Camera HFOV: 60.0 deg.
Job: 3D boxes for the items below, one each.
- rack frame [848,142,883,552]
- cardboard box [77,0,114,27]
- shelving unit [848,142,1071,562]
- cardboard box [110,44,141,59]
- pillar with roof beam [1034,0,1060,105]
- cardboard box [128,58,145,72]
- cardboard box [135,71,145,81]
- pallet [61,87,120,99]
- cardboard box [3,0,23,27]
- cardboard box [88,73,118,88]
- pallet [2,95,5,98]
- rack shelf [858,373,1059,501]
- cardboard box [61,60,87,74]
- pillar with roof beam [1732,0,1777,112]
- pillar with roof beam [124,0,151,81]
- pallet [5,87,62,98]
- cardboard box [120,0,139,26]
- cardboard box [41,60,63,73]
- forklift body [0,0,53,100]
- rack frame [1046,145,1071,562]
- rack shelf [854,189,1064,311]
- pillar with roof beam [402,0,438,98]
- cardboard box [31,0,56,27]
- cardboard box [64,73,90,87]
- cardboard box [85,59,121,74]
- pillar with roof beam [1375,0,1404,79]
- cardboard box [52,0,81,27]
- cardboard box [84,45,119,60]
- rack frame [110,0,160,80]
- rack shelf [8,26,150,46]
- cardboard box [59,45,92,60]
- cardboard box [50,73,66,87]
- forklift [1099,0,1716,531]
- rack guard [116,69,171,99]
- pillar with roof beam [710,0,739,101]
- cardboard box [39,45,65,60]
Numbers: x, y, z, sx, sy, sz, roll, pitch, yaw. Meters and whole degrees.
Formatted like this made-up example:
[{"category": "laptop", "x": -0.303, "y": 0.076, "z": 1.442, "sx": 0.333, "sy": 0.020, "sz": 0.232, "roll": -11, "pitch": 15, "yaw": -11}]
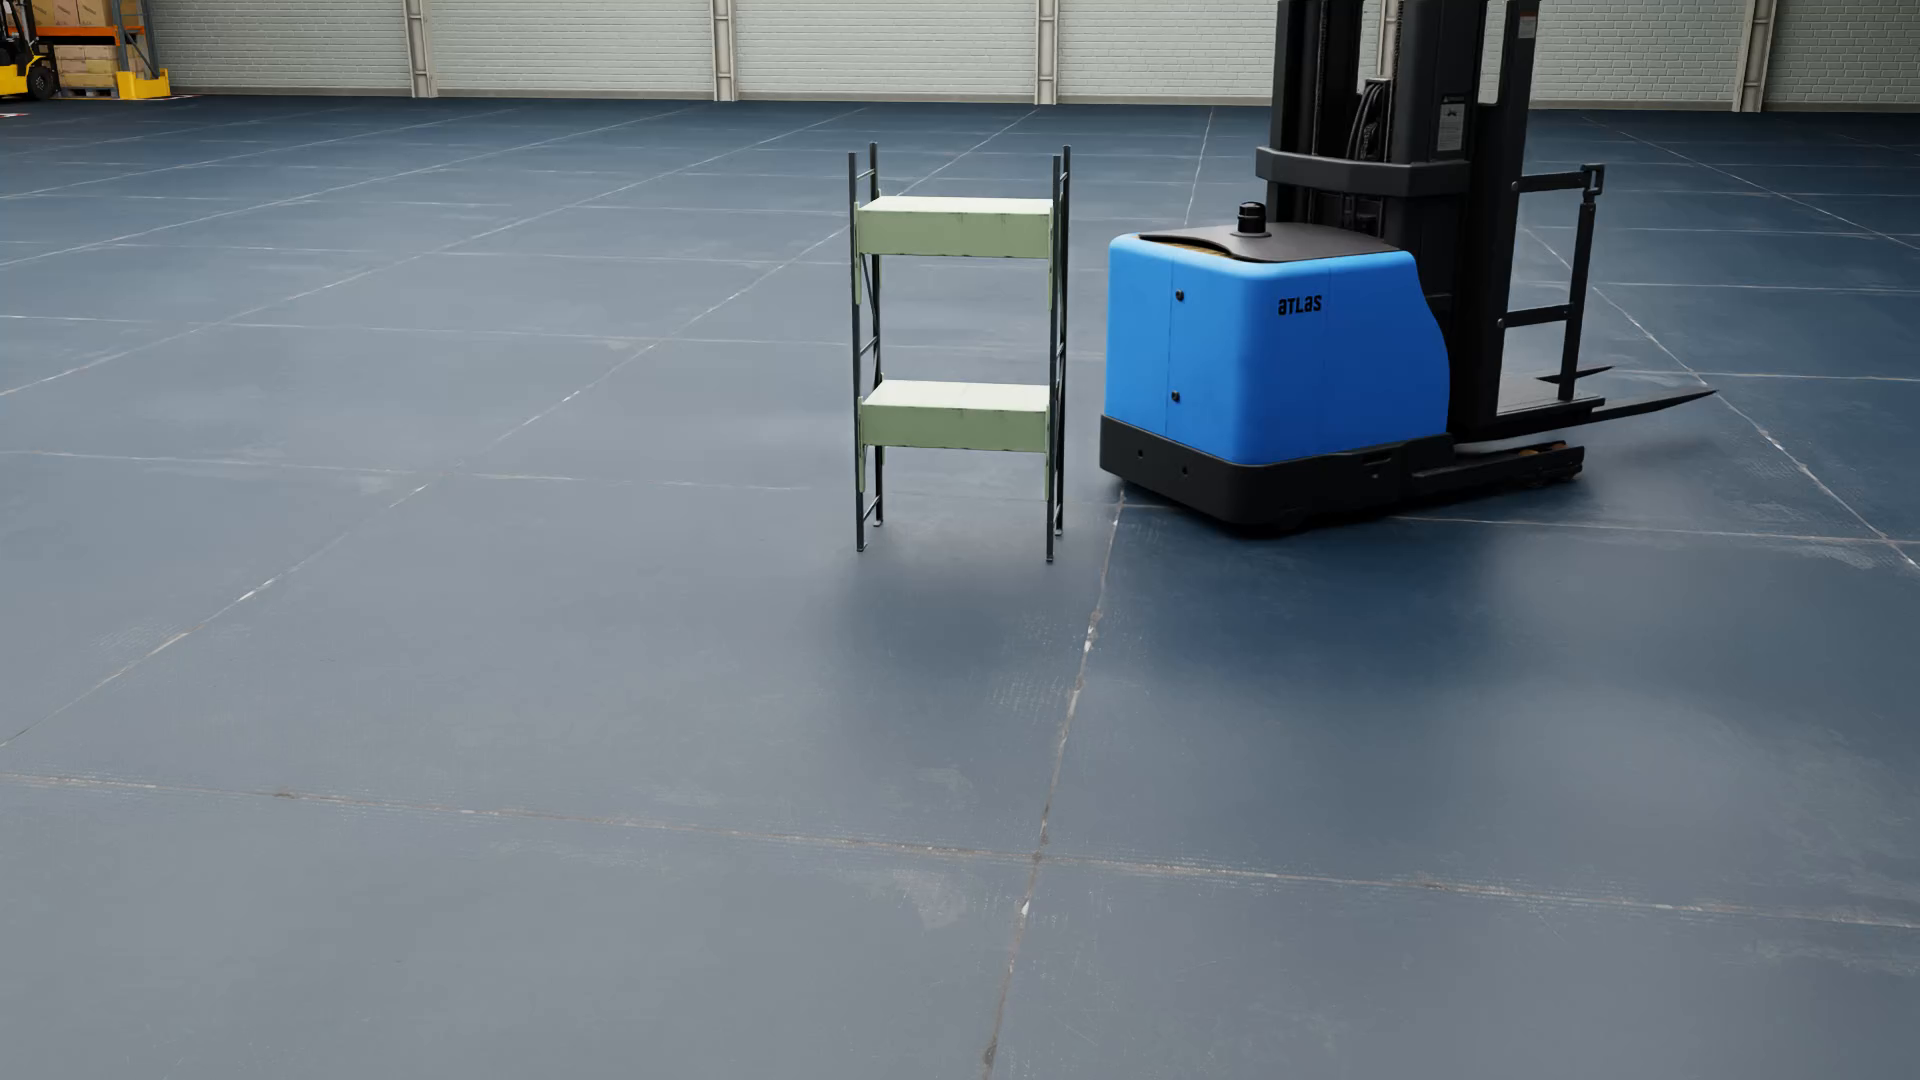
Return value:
[{"category": "rack frame", "x": -0.355, "y": -0.729, "z": 6.337, "sx": 0.023, "sy": 1.500, "sz": 0.400, "roll": 3, "pitch": 19, "yaw": 9}, {"category": "cardboard box", "x": -16.191, "y": -9.918, "z": 31.278, "sx": 0.500, "sy": 0.500, "sz": 0.500, "roll": 3, "pitch": 19, "yaw": 7}, {"category": "shelving unit", "x": 0.007, "y": -0.711, "z": 6.282, "sx": 0.755, "sy": 1.500, "sz": 0.431, "roll": 3, "pitch": 19, "yaw": 9}, {"category": "cardboard box", "x": -16.108, "y": -9.381, "z": 31.927, "sx": 0.500, "sy": 0.250, "sz": 0.500, "roll": 3, "pitch": 19, "yaw": 8}, {"category": "pillar with roof beam", "x": 0.881, "y": -10.836, "z": 24.725, "sx": 0.400, "sy": 9.000, "sz": 9.100, "roll": 3, "pitch": 19, "yaw": 9}, {"category": "cardboard box", "x": -16.095, "y": -9.149, "z": 32.022, "sx": 0.500, "sy": 0.250, "sz": 0.500, "roll": 3, "pitch": 19, "yaw": 10}, {"category": "cardboard box", "x": -16.117, "y": -8.909, "z": 32.093, "sx": 0.500, "sy": 0.250, "sz": 0.500, "roll": 3, "pitch": 19, "yaw": 9}, {"category": "pallet", "x": -16.425, "y": -8.631, "z": 31.984, "sx": 1.213, "sy": 0.211, "sz": 1.003, "roll": 3, "pitch": 19, "yaw": 9}, {"category": "cardboard box", "x": -17.706, "y": -9.995, "z": 31.507, "sx": 0.500, "sy": 0.500, "sz": 0.500, "roll": 3, "pitch": 19, "yaw": 9}, {"category": "cardboard box", "x": -16.178, "y": -8.748, "z": 31.611, "sx": 0.500, "sy": 0.250, "sz": 0.500, "roll": 3, "pitch": 19, "yaw": 9}, {"category": "pallet", "x": -18.834, "y": -8.754, "z": 32.351, "sx": 1.213, "sy": 0.211, "sz": 1.003, "roll": 3, "pitch": 19, "yaw": 9}, {"category": "rack shelf", "x": 0.007, "y": -0.402, "z": 6.386, "sx": 0.720, "sy": 0.370, "sz": 0.431, "roll": 3, "pitch": 19, "yaw": 9}, {"category": "cardboard box", "x": -16.687, "y": -9.016, "z": 31.623, "sx": 0.500, "sy": 0.250, "sz": 0.500, "roll": 3, "pitch": 19, "yaw": 8}, {"category": "pillar with roof beam", "x": 12.729, "y": -10.232, "z": 22.920, "sx": 0.400, "sy": 9.000, "sz": 9.100, "roll": 3, "pitch": 19, "yaw": 9}, {"category": "pillar with roof beam", "x": -16.891, "y": -11.742, "z": 27.432, "sx": 0.400, "sy": 9.000, "sz": 9.100, "roll": 3, "pitch": 19, "yaw": 9}, {"category": "pallet", "x": -17.626, "y": -8.693, "z": 32.170, "sx": 1.213, "sy": 0.211, "sz": 1.003, "roll": 3, "pitch": 19, "yaw": 9}, {"category": "cardboard box", "x": -16.109, "y": -10.088, "z": 31.785, "sx": 0.500, "sy": 0.500, "sz": 0.500, "roll": 4, "pitch": 19, "yaw": 10}, {"category": "cardboard box", "x": -17.200, "y": -9.035, "z": 31.681, "sx": 0.500, "sy": 0.250, "sz": 0.500, "roll": 2, "pitch": 19, "yaw": 7}, {"category": "forklift body", "x": -17.825, "y": -9.050, "z": 30.178, "sx": 1.214, "sy": 2.155, "sz": 2.313, "roll": 3, "pitch": 19, "yaw": 9}, {"category": "rack frame", "x": 0.368, "y": -0.692, "z": 6.227, "sx": 0.023, "sy": 1.500, "sz": 0.400, "roll": 3, "pitch": 19, "yaw": 9}, {"category": "rack shelf", "x": 0.007, "y": -1.081, "z": 6.159, "sx": 0.720, "sy": 0.370, "sz": 0.431, "roll": 3, "pitch": 19, "yaw": 9}, {"category": "pillar with roof beam", "x": -10.967, "y": -11.440, "z": 26.530, "sx": 0.400, "sy": 9.000, "sz": 9.100, "roll": 3, "pitch": 19, "yaw": 9}, {"category": "cardboard box", "x": -17.208, "y": -9.973, "z": 31.442, "sx": 0.500, "sy": 0.500, "sz": 0.500, "roll": 3, "pitch": 19, "yaw": 8}, {"category": "cardboard box", "x": -16.667, "y": -8.776, "z": 31.694, "sx": 0.500, "sy": 0.250, "sz": 0.500, "roll": 3, "pitch": 19, "yaw": 9}, {"category": "cardboard box", "x": -16.194, "y": -8.987, "z": 31.537, "sx": 0.500, "sy": 0.250, "sz": 0.500, "roll": 3, "pitch": 19, "yaw": 8}, {"category": "pillar with roof beam", "x": 6.805, "y": -10.534, "z": 23.822, "sx": 0.400, "sy": 9.000, "sz": 9.100, "roll": 3, "pitch": 19, "yaw": 9}, {"category": "cardboard box", "x": -16.702, "y": -9.947, "z": 31.365, "sx": 0.500, "sy": 0.500, "sz": 0.500, "roll": 4, "pitch": 19, "yaw": 10}, {"category": "cardboard box", "x": -16.168, "y": -9.223, "z": 31.454, "sx": 0.500, "sy": 0.250, "sz": 0.500, "roll": 4, "pitch": 19, "yaw": 10}, {"category": "rack frame", "x": -15.664, "y": -9.928, "z": 31.466, "sx": 0.127, "sy": 3.000, "sz": 1.000, "roll": 3, "pitch": 19, "yaw": 9}, {"category": "rack shelf", "x": -17.638, "y": -9.688, "z": 31.881, "sx": 4.000, "sy": 0.370, "sz": 1.077, "roll": 3, "pitch": 19, "yaw": 9}, {"category": "cardboard box", "x": -16.673, "y": -9.247, "z": 31.526, "sx": 0.500, "sy": 0.250, "sz": 0.500, "roll": 3, "pitch": 19, "yaw": 10}, {"category": "cardboard box", "x": -17.160, "y": -8.804, "z": 31.778, "sx": 0.500, "sy": 0.250, "sz": 0.500, "roll": 3, "pitch": 19, "yaw": 9}, {"category": "forklift", "x": 2.144, "y": -1.748, "z": 7.126, "sx": 3.031, "sy": 2.935, "sz": 1.130, "roll": -10, "pitch": 21, "yaw": -28}, {"category": "rack guard", "x": -15.640, "y": -8.742, "z": 31.859, "sx": 0.348, "sy": 0.500, "sz": 1.175, "roll": 3, "pitch": 19, "yaw": 9}, {"category": "pillar with roof beam", "x": -5.043, "y": -11.138, "z": 25.627, "sx": 0.400, "sy": 9.000, "sz": 9.100, "roll": 3, "pitch": 19, "yaw": 9}, {"category": "cardboard box", "x": -17.173, "y": -9.269, "z": 31.592, "sx": 0.500, "sy": 0.250, "sz": 0.500, "roll": 3, "pitch": 19, "yaw": 9}]
